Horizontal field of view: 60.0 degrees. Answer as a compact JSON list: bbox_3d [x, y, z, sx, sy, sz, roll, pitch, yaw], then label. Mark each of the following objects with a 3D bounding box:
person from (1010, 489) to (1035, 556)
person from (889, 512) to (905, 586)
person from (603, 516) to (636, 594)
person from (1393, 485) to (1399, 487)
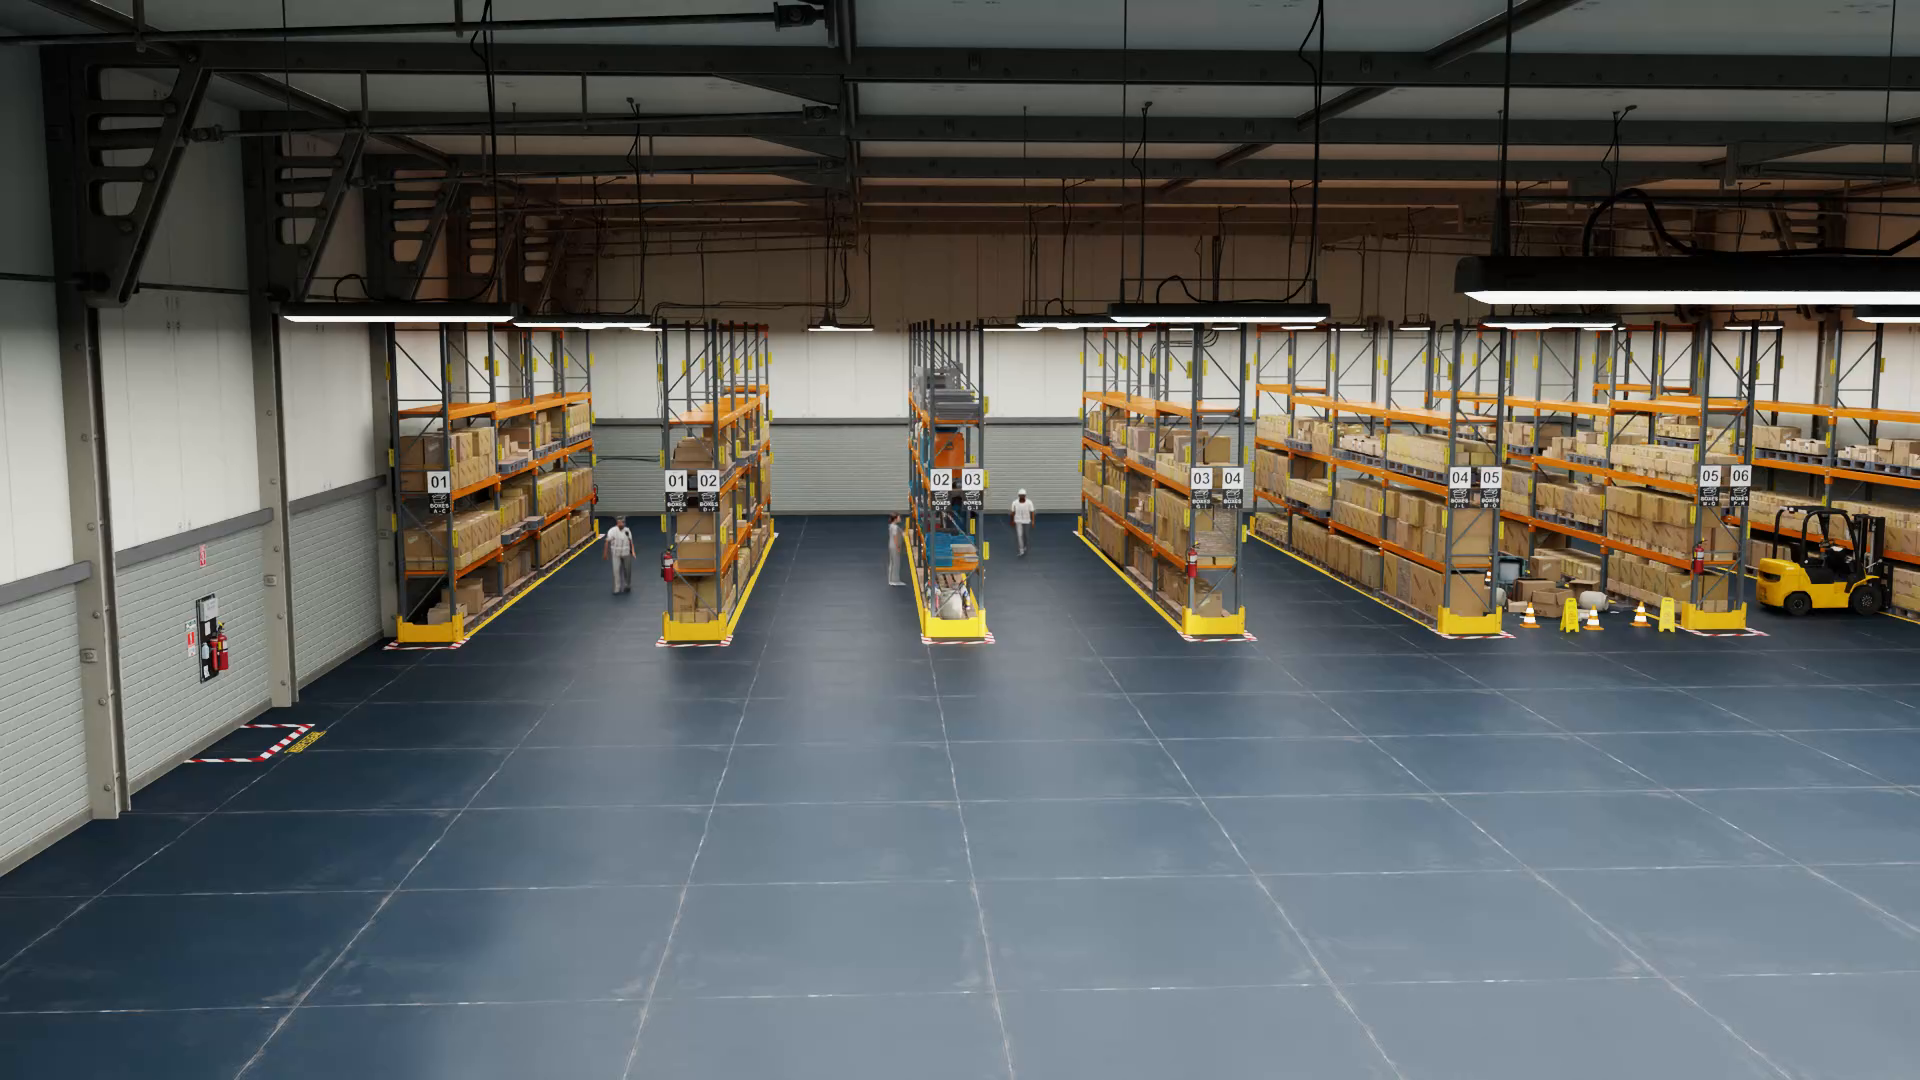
[{"bbox_3d":[1.635,-0.471,43.324,0.600,1.722,1.080,-1,7,-7],"label":"person"},{"bbox_3d":[-1.437,0.211,37.965,0.354,1.648,0.518,-1,7,-11],"label":"person"},{"bbox_3d":[-7.586,0.304,37.040,0.728,1.713,1.072,-1,7,-7],"label":"person"},{"bbox_3d":[11.428,-0.571,43.846,0.492,1.787,0.608,1,7,9],"label":"person"}]
